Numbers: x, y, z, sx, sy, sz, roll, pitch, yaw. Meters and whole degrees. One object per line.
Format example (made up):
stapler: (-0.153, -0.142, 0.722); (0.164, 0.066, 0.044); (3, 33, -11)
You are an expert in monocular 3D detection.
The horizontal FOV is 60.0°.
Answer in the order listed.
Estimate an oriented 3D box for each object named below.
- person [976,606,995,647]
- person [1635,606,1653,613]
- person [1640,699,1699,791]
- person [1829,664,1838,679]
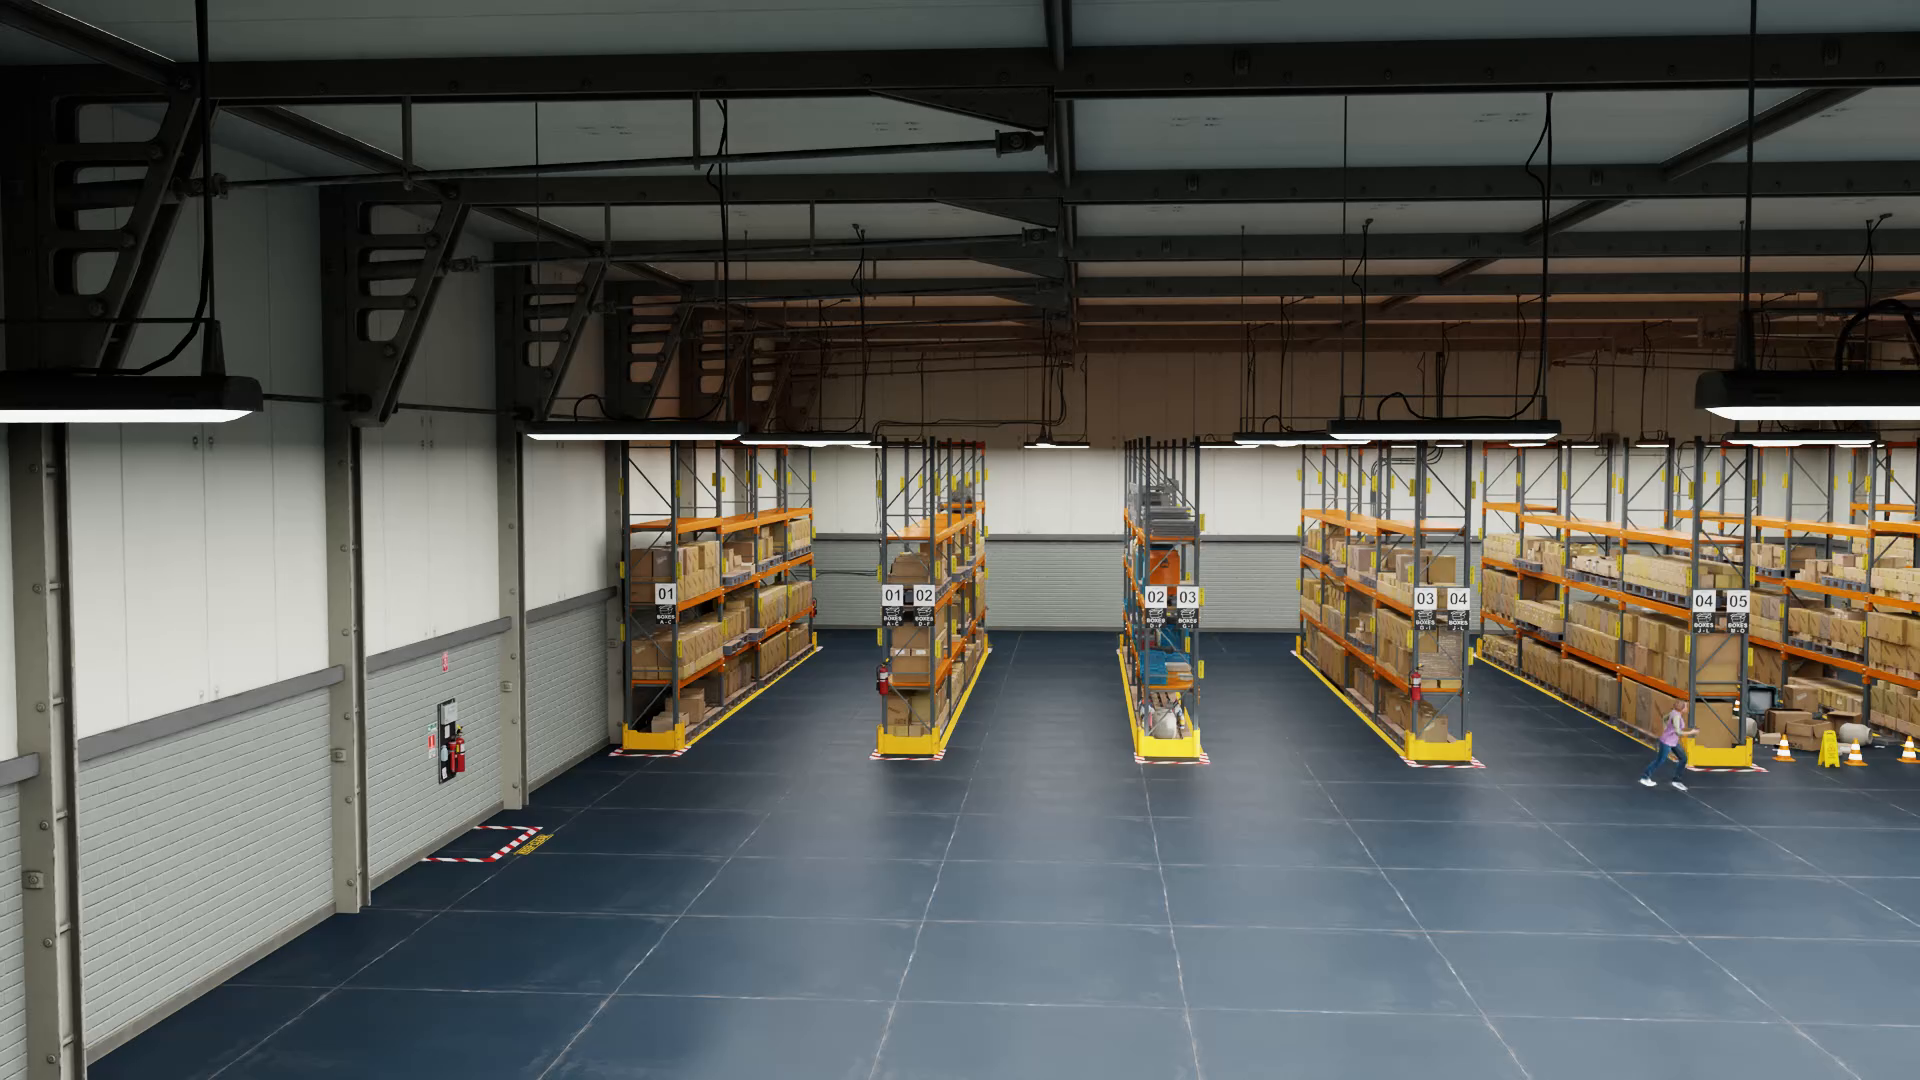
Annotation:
person: (0.540, 2.232, 48.597); (0.998, 1.754, 0.718); (1, 3, 13)
person: (19.722, 2.284, 47.816); (0.761, 1.791, 0.675); (-1, 3, -11)
person: (11.967, 3.446, 27.986); (0.880, 1.567, 0.539); (2, 4, 33)
person: (21.409, 2.797, 40.993); (0.607, 1.483, 0.786); (0, 3, -7)
